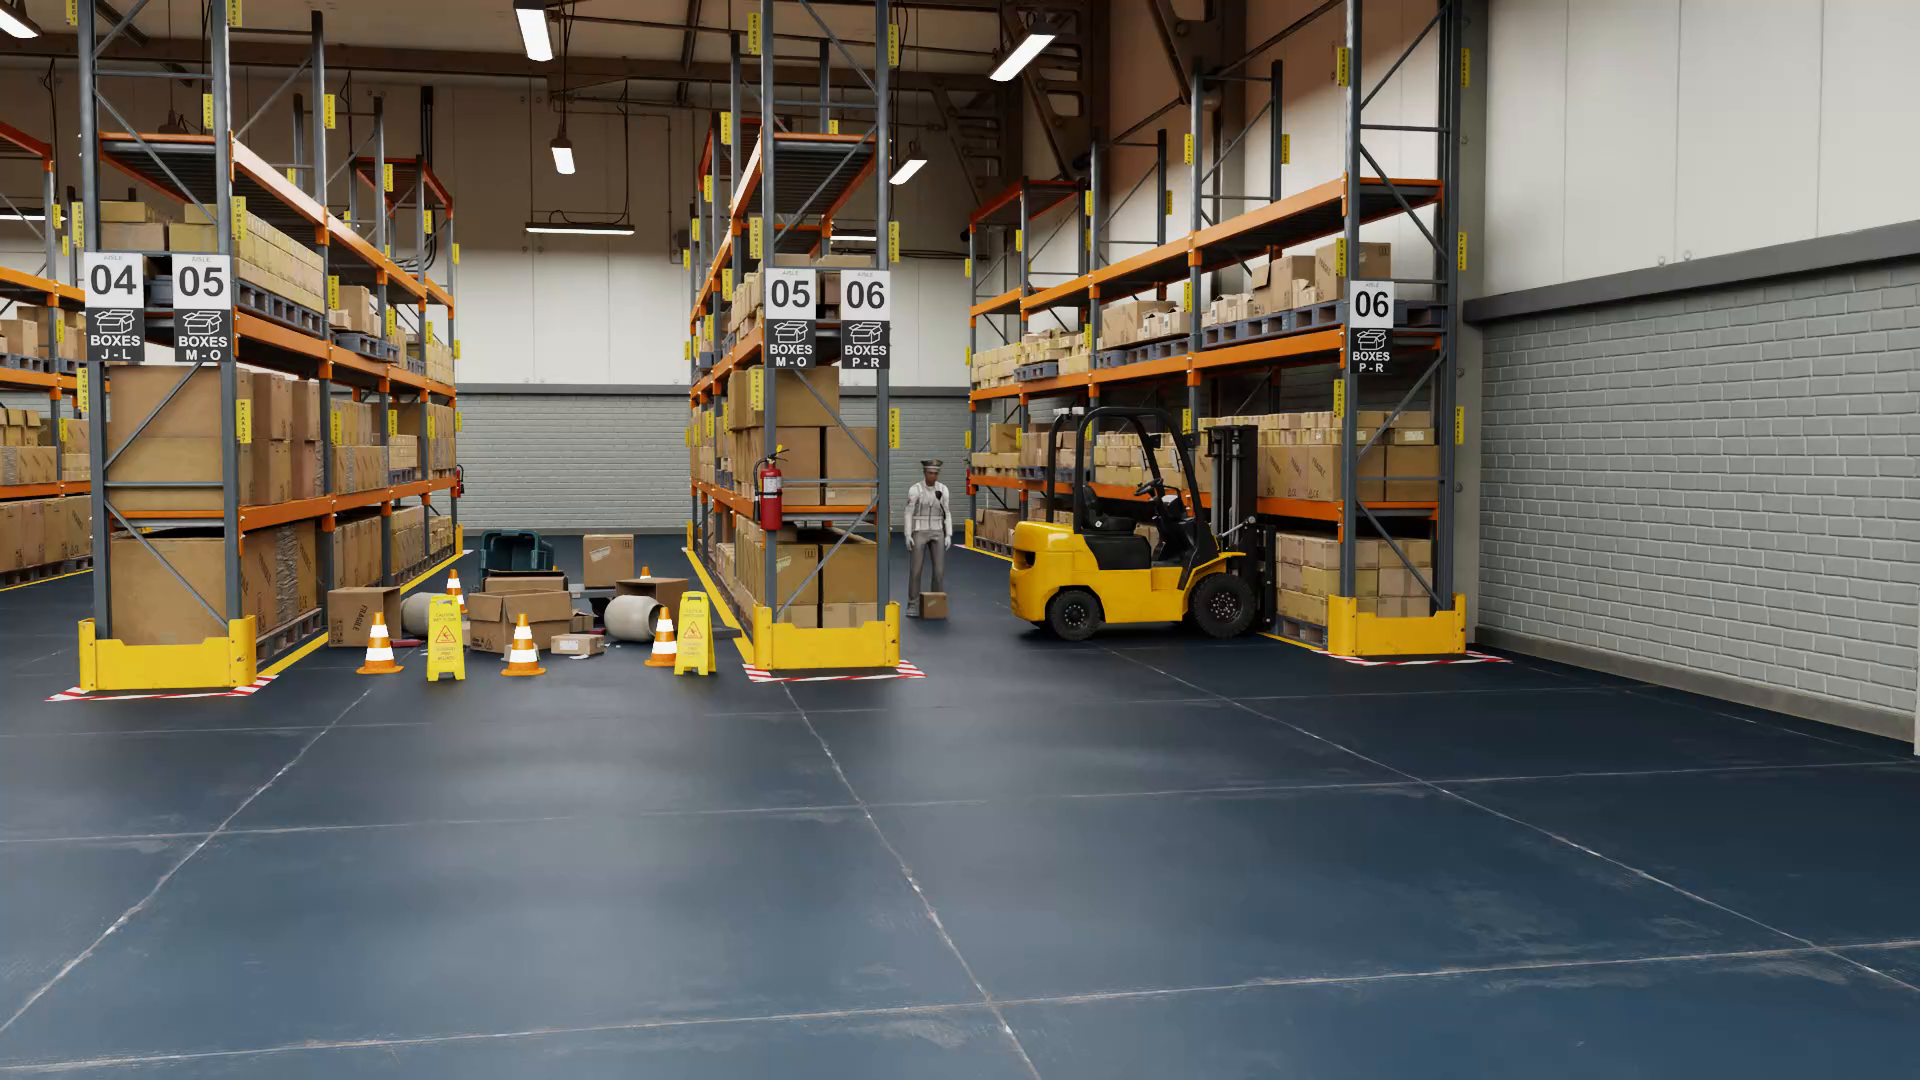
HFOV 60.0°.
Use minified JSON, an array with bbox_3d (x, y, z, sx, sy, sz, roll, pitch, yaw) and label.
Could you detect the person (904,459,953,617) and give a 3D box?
[{"bbox_3d":[-0.334,-0.029,17.649,0.529,1.661,0.375,-1,3,-14],"label":"person"}]
